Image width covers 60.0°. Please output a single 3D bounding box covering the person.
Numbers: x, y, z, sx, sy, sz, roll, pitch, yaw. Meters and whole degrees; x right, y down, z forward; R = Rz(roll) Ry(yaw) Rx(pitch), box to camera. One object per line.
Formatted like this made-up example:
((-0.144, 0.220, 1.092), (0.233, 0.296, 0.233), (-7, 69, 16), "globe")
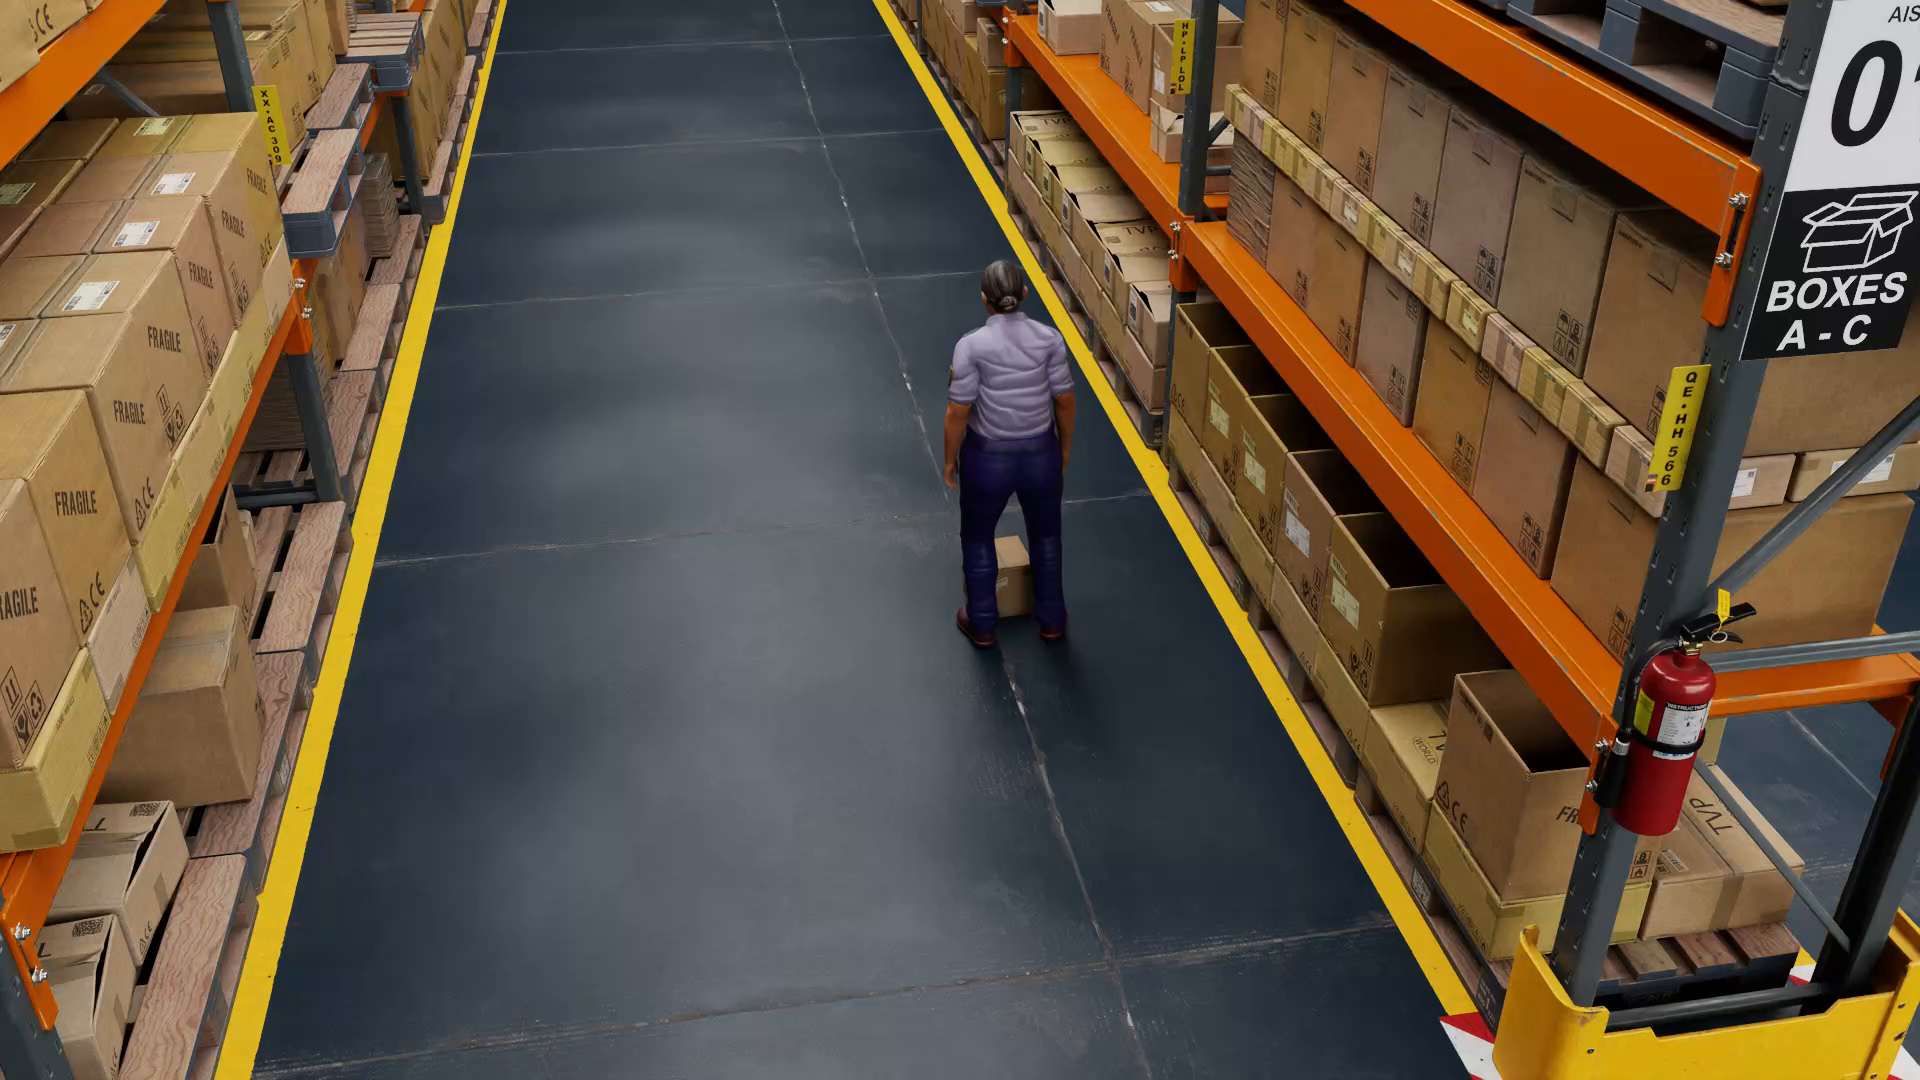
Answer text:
((0.208, -0.317, 6.670), (0.556, 1.652, 0.367), (-6, 31, -10), "person")
